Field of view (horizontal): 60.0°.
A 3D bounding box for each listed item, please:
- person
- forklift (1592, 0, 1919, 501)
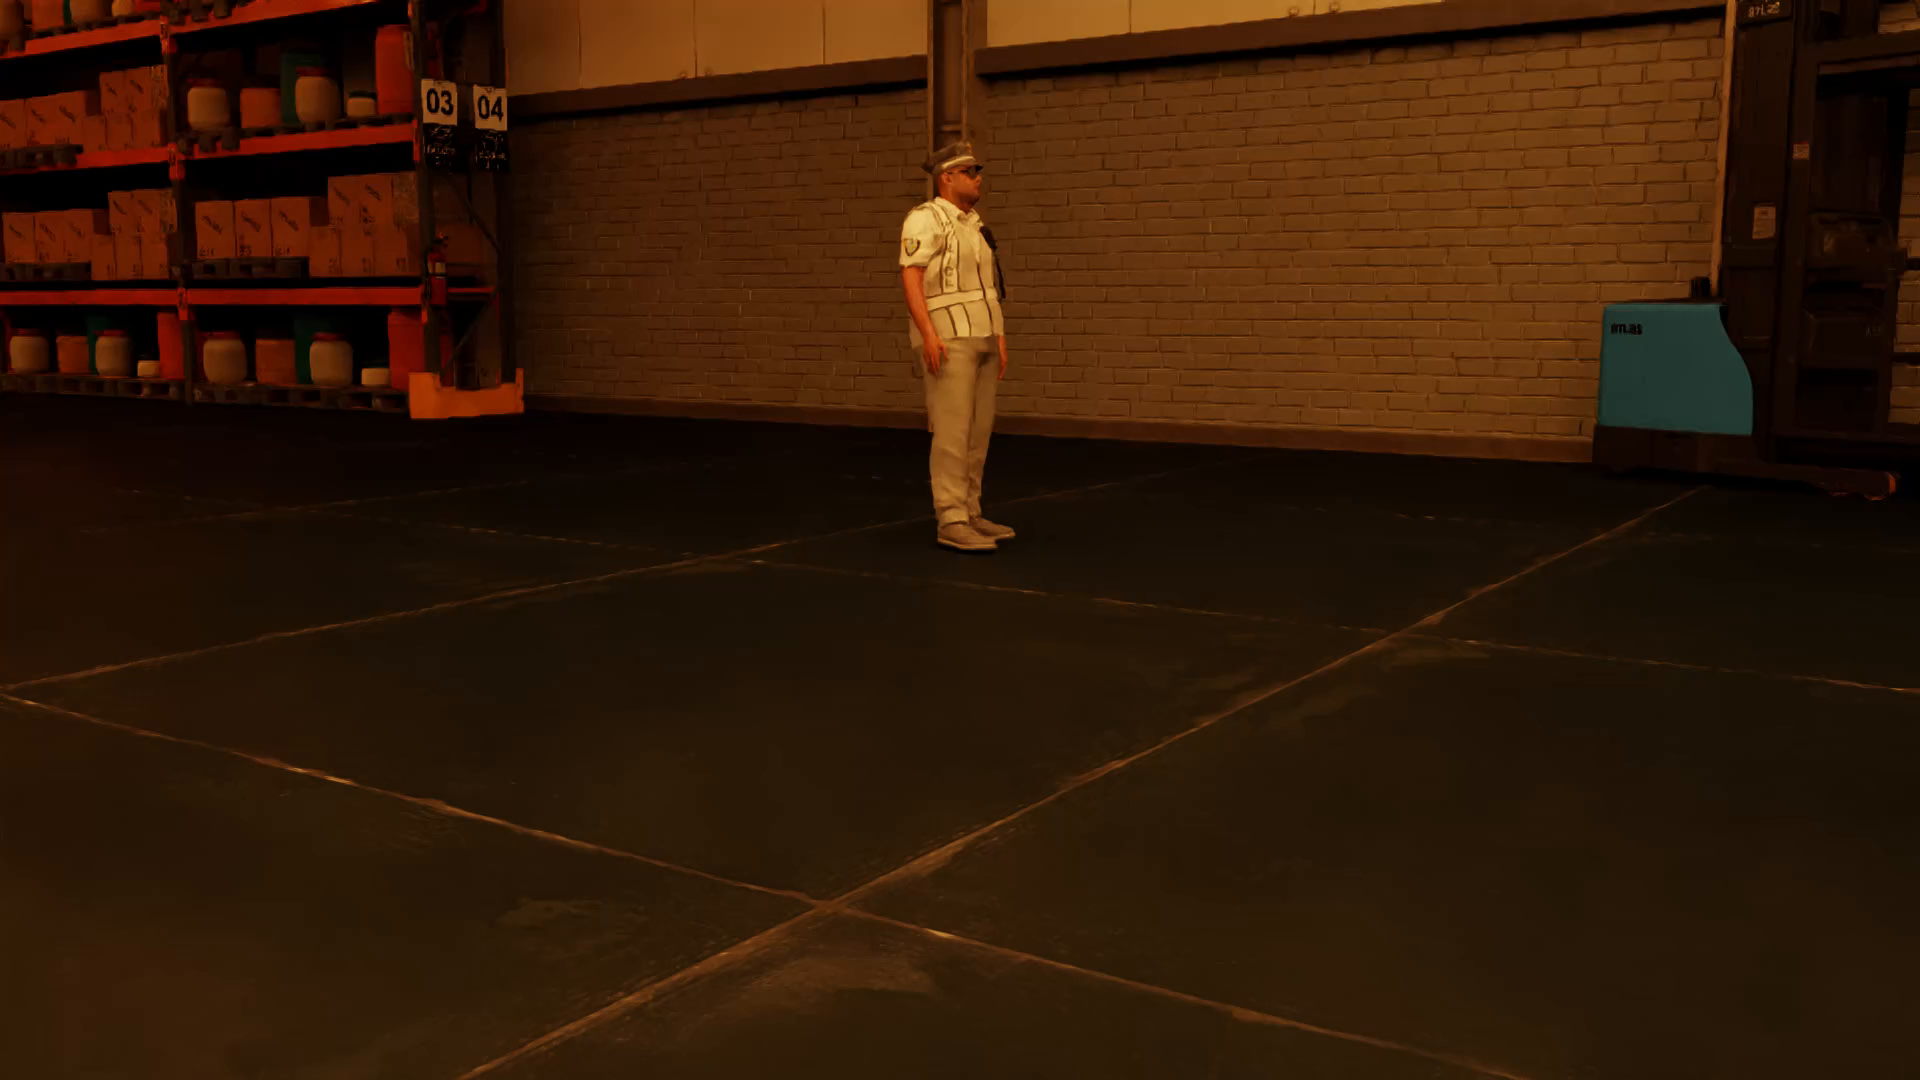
[{"bbox_3d":[0.058,-0.883,7.424,0.574,1.781,0.640,5,10,34],"label":"person"},{"bbox_3d":[5.282,-1.743,9.450,1.130,2.935,3.031,-6,10,-36],"label":"forklift"}]
